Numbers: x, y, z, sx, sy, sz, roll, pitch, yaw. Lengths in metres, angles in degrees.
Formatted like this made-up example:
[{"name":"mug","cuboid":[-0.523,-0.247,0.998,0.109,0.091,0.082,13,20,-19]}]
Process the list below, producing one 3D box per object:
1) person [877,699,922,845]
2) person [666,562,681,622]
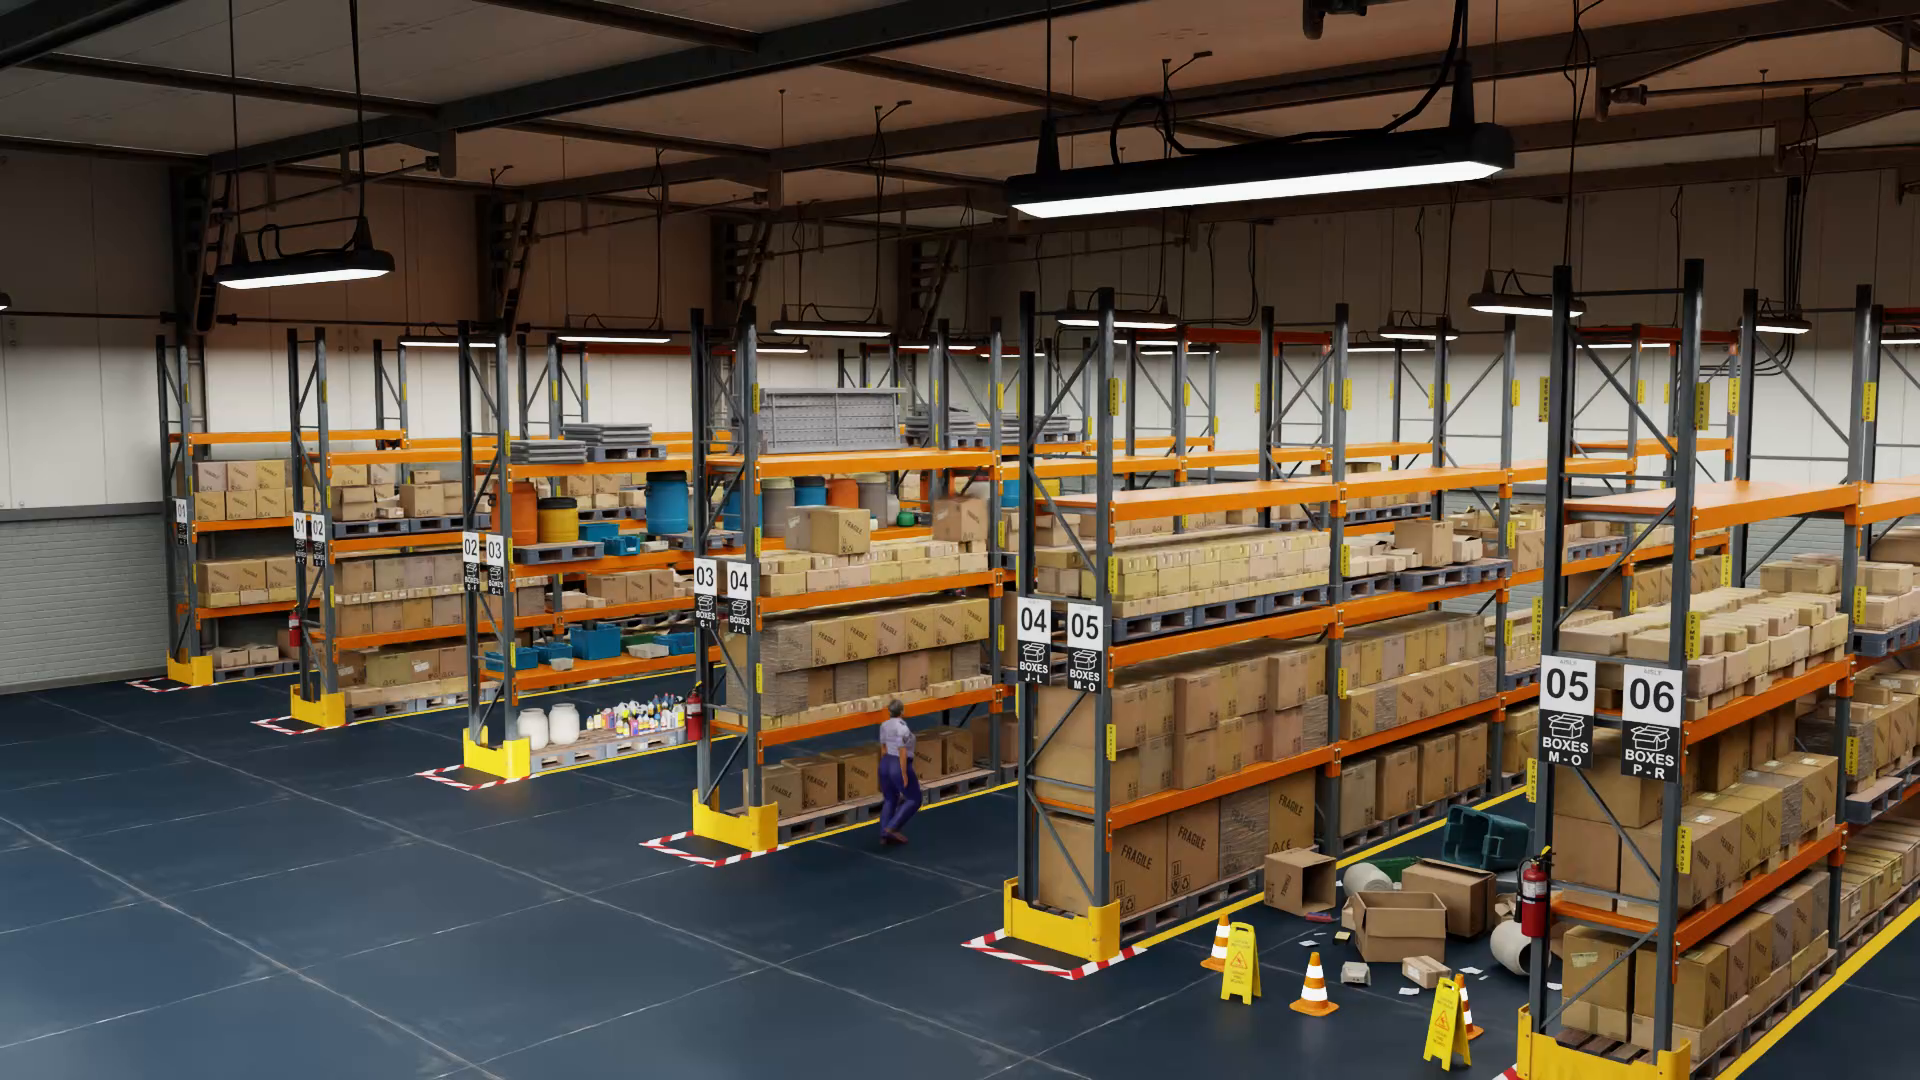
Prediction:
[{"name":"person","cuboid":[-0.720,2.603,18.628,0.462,1.624,0.539,-4,7,-38]},{"name":"person","cuboid":[-5.892,1.172,33.700,0.469,1.671,0.512,-2,6,-18]}]
